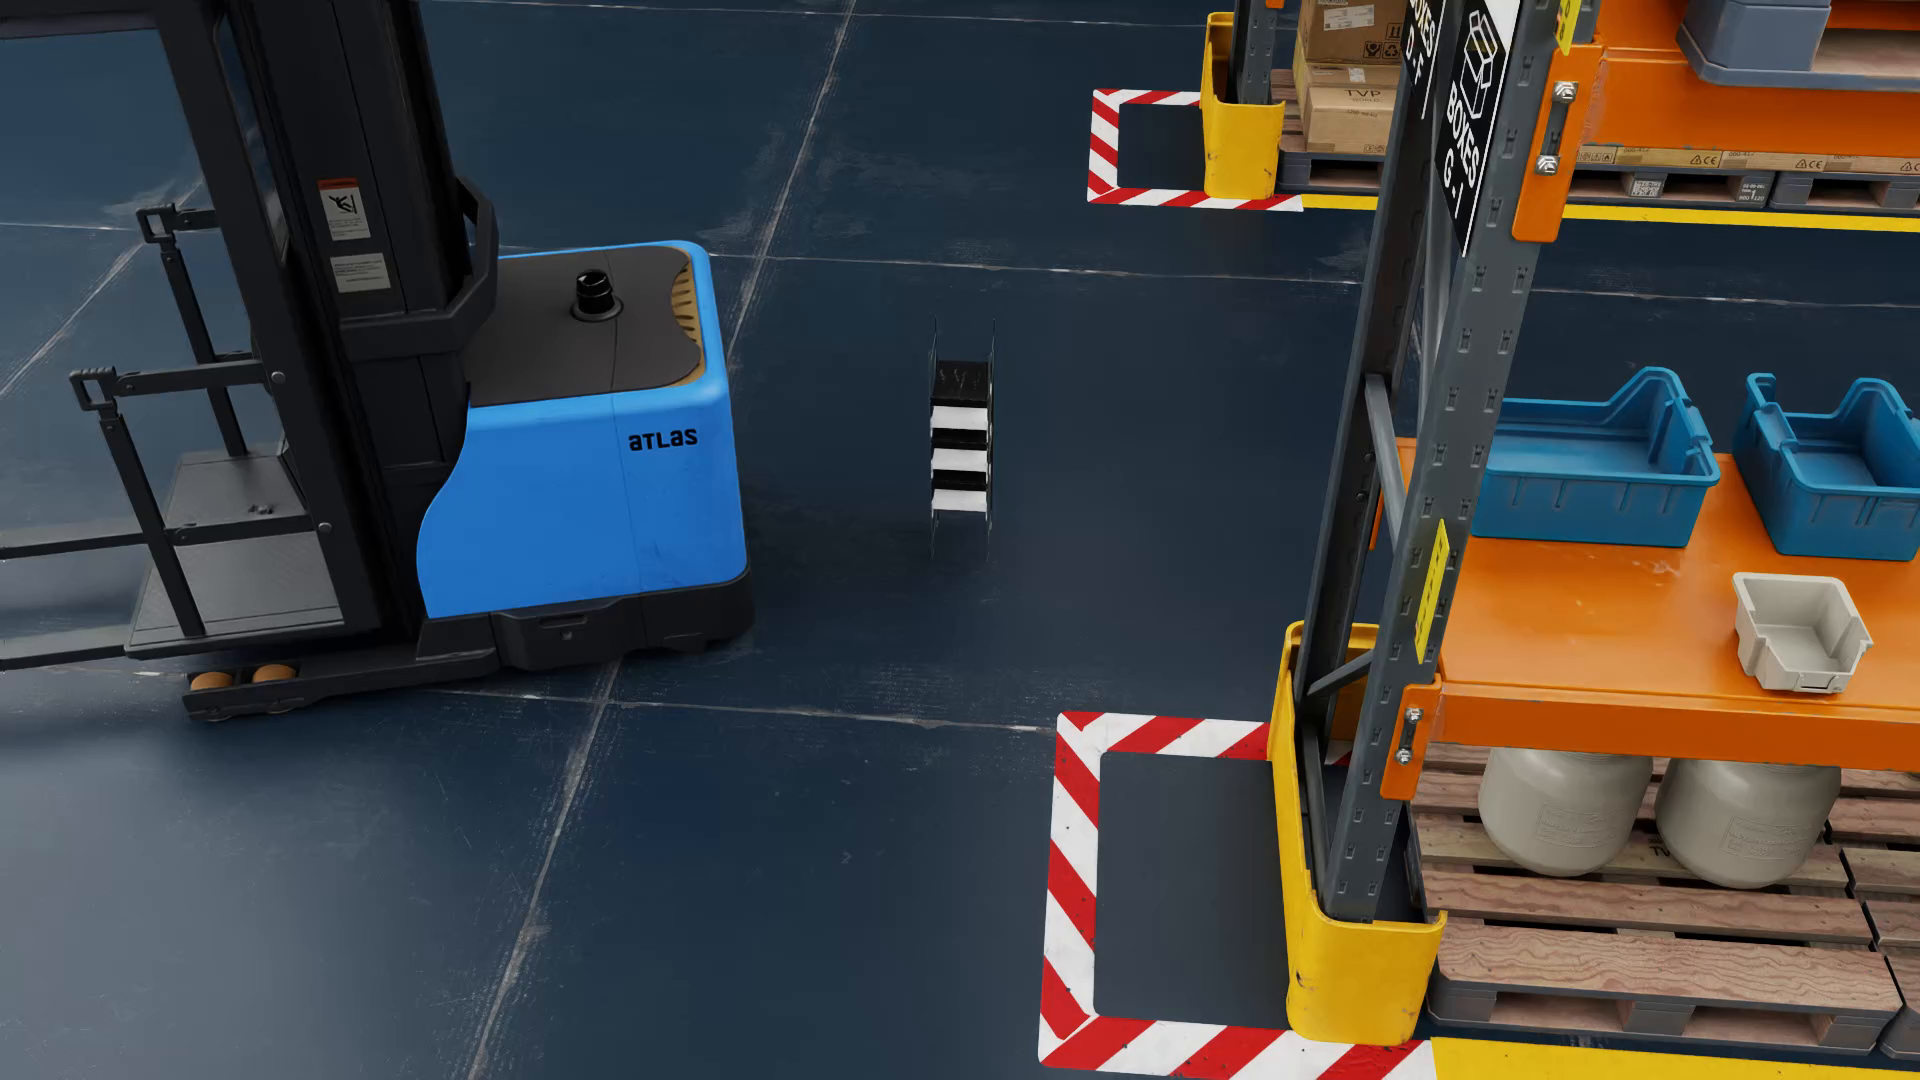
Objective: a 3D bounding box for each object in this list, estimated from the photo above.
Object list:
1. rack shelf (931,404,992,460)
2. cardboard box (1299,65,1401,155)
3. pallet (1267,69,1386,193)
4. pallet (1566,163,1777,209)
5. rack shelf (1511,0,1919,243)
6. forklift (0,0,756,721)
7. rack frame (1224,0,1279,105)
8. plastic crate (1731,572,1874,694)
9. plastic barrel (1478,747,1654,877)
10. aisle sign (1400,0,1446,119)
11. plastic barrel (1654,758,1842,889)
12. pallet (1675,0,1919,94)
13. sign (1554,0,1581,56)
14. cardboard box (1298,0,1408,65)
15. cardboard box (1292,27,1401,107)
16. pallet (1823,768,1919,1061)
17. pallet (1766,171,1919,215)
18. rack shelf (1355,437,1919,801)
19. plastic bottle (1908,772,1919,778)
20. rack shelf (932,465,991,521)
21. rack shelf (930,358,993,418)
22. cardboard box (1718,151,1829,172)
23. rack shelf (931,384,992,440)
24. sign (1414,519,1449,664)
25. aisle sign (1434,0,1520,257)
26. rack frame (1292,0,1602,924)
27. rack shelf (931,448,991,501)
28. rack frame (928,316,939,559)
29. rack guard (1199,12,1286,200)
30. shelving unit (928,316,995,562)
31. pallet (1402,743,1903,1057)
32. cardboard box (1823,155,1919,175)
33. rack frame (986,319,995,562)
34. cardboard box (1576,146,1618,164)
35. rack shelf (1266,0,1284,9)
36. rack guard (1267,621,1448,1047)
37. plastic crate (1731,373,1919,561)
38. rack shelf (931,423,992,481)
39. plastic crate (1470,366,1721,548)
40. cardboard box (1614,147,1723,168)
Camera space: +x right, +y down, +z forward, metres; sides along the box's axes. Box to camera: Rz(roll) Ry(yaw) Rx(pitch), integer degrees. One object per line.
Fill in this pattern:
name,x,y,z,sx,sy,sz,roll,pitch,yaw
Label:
rack shelf,0.008,-0.393,5.930,0.200,0.077,0.258,3,39,4
cardboard box,1.994,-2.169,8.384,0.500,0.250,0.500,3,39,4
pallet,2.244,-2.145,8.718,1.213,0.211,1.003,3,39,4
pallet,3.456,-2.077,8.634,1.213,0.211,1.003,3,39,4
rack shelf,3.040,-0.902,3.176,4.000,0.370,1.077,3,39,4
forklift,-2.280,-0.900,5.034,3.031,2.935,1.130,-7,40,-8
rack frame,1.479,-3.242,7.856,0.127,3.000,1.000,3,39,4
plastic crate,1.911,0.227,3.804,0.250,0.136,0.298,3,39,4
plastic barrel,1.710,0.663,4.697,0.421,0.512,0.421,0,39,0
aisle sign,1.002,-1.325,3.443,0.004,0.787,0.394,3,39,4
plastic barrel,2.209,0.691,4.664,0.421,0.512,0.421,0,39,0
pallet,1.863,-1.110,3.011,1.213,0.211,1.003,3,39,4
sign,0.996,-0.948,2.655,0.005,0.325,0.100,3,39,4
cardboard box,2.039,-2.787,8.549,0.500,0.500,0.500,3,39,4
cardboard box,2.039,-2.495,8.784,0.500,0.250,0.500,3,39,4
pallet,3.148,1.045,4.799,1.213,0.211,1.003,3,39,4
pallet,4.675,-2.012,8.554,1.213,0.211,1.003,3,39,4
rack shelf,3.040,0.261,4.123,4.000,0.370,1.077,3,39,4
plastic bottle,2.915,0.612,4.990,0.097,0.201,0.097,0,39,0
rack shelf,0.008,-0.183,6.100,0.200,0.077,0.258,3,39,4
rack shelf,0.008,-0.532,5.816,0.200,0.077,0.258,3,39,4
cardboard box,3.986,-2.059,8.249,0.500,0.250,0.500,3,39,4
rack shelf,0.008,-0.462,5.873,0.200,0.077,0.258,3,39,4
sign,0.996,0.112,3.517,0.005,0.325,0.100,3,39,4
aisle sign,0.951,-0.954,2.987,0.004,0.787,0.394,3,39,4
rack frame,1.048,-0.126,4.029,0.127,3.000,1.000,3,39,4
rack shelf,0.008,-0.253,6.043,0.200,0.077,0.258,3,39,4
rack frame,-0.093,-0.354,5.972,0.006,0.900,0.240,3,39,4
rack guard,1.455,-2.273,8.647,0.348,0.500,1.175,3,39,4
shelving unit,0.008,-0.349,5.965,0.210,0.900,0.258,3,39,4
pallet,1.936,0.977,4.882,1.213,0.211,1.003,3,39,4
cardboard box,4.486,-2.041,8.227,0.500,0.250,0.500,3,39,4
rack frame,0.109,-0.343,5.959,0.006,0.900,0.240,3,39,4
cardboard box,2.990,-2.116,8.320,0.500,0.250,0.500,3,39,4
rack shelf,3.471,-2.854,7.950,4.000,0.370,1.077,3,39,4
rack guard,1.127,0.818,4.850,0.348,0.500,1.175,3,39,4
plastic crate,2.219,-0.191,4.226,0.408,0.251,0.499,3,39,4
rack shelf,0.008,-0.323,5.986,0.200,0.077,0.258,3,39,4
plastic crate,1.572,-0.230,4.274,0.616,0.251,0.499,3,39,4
cardboard box,3.488,-2.086,8.282,0.500,0.250,0.500,3,39,4
